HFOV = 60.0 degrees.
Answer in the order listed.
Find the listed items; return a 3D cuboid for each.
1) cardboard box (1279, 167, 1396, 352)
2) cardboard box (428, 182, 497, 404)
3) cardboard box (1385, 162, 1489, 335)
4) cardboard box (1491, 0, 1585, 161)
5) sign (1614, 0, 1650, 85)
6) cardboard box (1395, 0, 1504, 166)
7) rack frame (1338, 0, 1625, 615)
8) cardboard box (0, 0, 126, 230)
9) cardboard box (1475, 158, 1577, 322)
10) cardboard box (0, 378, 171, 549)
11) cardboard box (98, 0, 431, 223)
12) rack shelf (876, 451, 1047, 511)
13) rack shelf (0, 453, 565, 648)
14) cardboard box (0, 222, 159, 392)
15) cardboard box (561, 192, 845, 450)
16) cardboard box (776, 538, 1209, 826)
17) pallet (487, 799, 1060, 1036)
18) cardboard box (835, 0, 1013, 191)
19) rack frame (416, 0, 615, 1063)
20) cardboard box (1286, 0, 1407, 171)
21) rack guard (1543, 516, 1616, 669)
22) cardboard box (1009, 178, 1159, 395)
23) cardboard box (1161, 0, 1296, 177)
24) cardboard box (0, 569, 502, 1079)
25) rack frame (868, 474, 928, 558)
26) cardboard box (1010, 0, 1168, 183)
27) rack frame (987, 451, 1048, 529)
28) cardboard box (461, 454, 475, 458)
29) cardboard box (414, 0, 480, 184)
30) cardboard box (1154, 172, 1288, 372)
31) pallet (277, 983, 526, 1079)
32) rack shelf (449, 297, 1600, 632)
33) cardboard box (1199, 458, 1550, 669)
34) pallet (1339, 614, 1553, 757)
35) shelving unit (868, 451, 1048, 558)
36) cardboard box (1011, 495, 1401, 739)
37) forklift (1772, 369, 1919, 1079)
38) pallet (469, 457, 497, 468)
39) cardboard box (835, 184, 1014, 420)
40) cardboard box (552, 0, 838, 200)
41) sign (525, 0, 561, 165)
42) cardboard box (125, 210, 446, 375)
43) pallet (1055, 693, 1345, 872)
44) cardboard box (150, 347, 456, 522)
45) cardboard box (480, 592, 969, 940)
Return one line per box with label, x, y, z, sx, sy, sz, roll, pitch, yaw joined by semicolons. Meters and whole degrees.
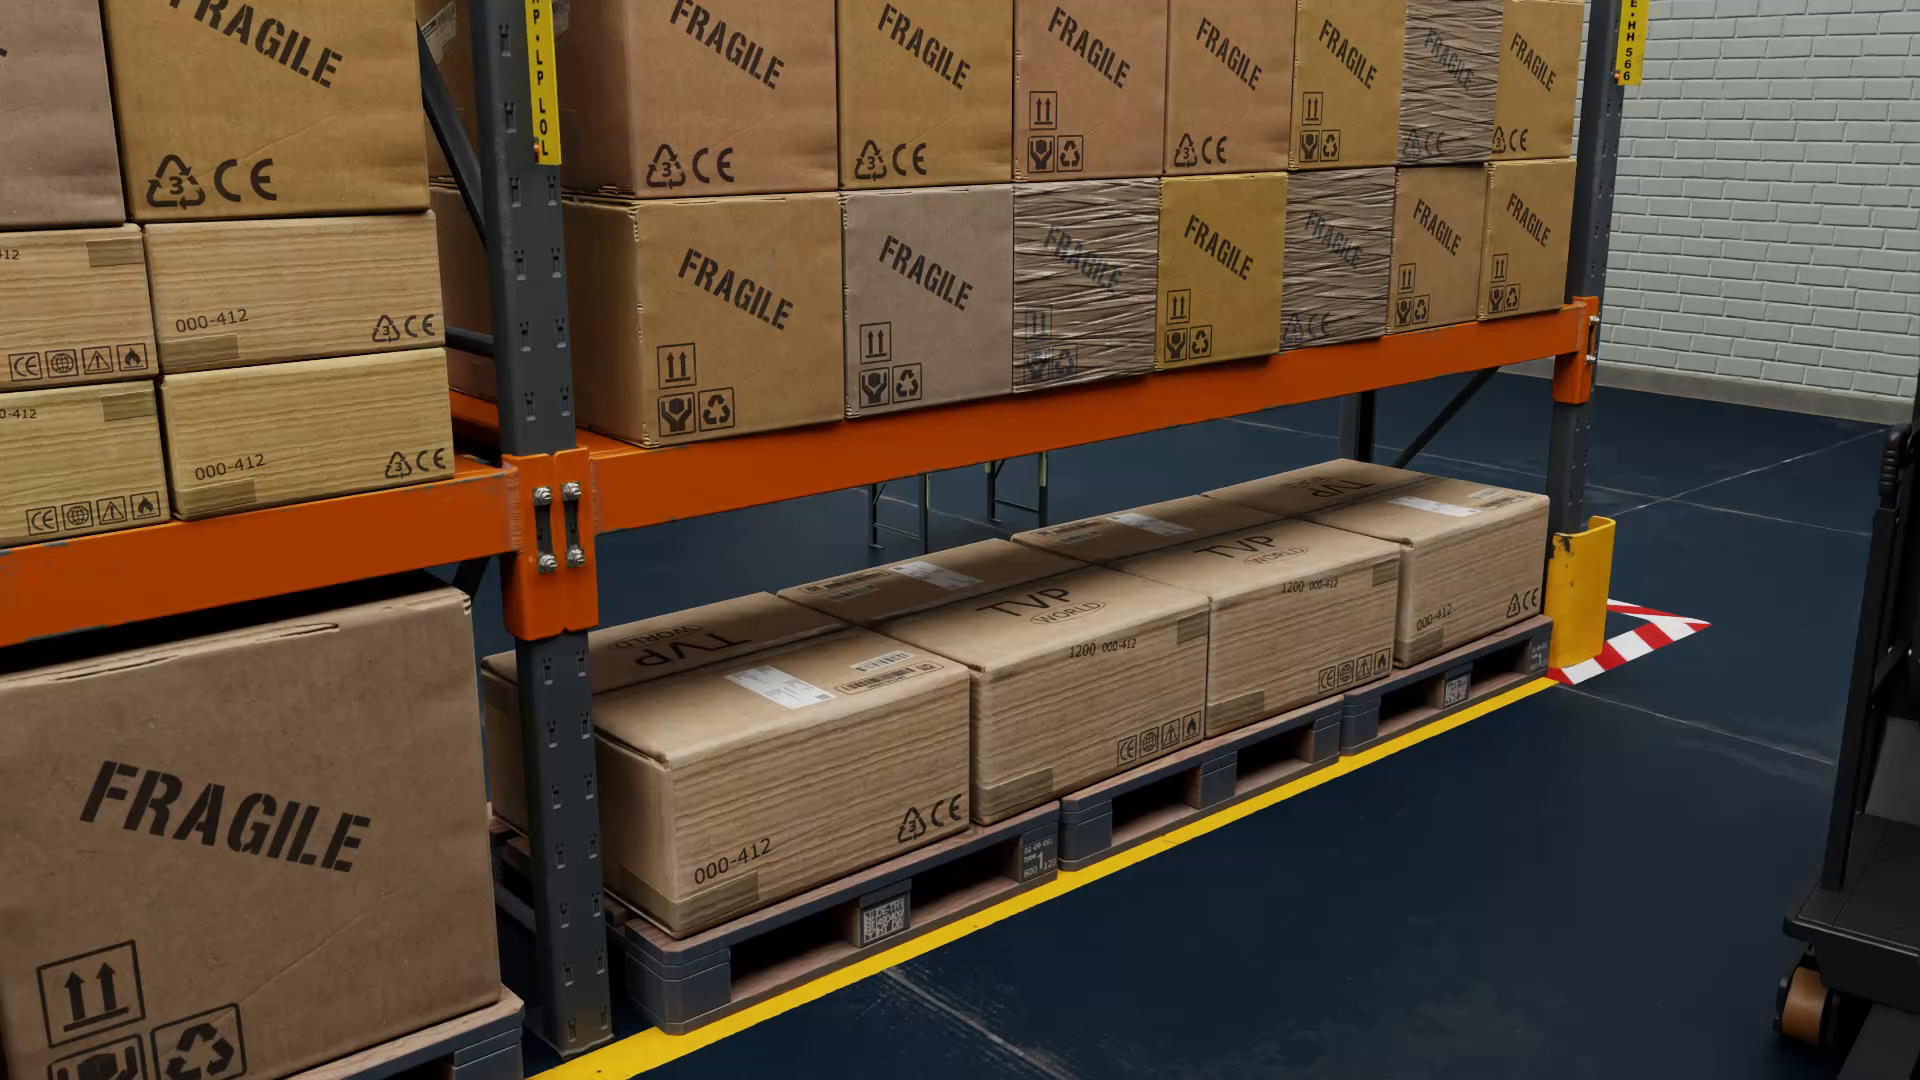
cardboard box;0.927;-0.860;4.962;0.500;0.500;0.500;-12;19;-38
cardboard box;-0.948;-0.615;4.045;0.500;0.500;0.500;-12;19;-39
cardboard box;1.309;-0.949;5.295;0.500;0.500;0.500;-13;20;-41
cardboard box;1.680;-1.519;5.493;0.500;0.500;0.500;-12;19;-38
sign;2.233;-1.681;5.530;0.005;0.325;0.100;-13;19;-39
cardboard box;1.305;-1.425;5.140;0.500;0.500;0.500;-13;19;-39
rack frame;1.887;-1.116;6.114;0.127;3.000;1.000;-13;19;-39
cardboard box;-1.688;-0.756;2.635;0.500;0.500;0.500;-12;19;-38
cardboard box;1.697;-1.031;5.602;0.500;0.500;0.500;-13;19;-39
cardboard box;-1.688;-0.154;2.806;0.500;0.250;0.500;-13;20;-40
cardboard box;-1.303;-0.845;2.969;0.500;0.500;0.500;-12;19;-38
rack shelf;-0.005;-0.408;7.636;0.720;0.370;0.431;-13;19;-39
rack shelf;-2.639;0.248;2.402;4.000;0.370;1.077;-13;19;-39
cardboard box;-1.676;-0.399;2.753;0.500;0.250;0.500;-12;19;-38
cardboard box;-0.604;-0.515;3.671;0.500;0.500;0.500;-12;19;-38
cardboard box;0.089;0.360;4.742;0.875;0.438;0.875;-13;20;-41
pallet;-0.505;0.796;4.362;1.213;0.211;1.003;-13;19;-39
cardboard box;-0.227;-1.087;3.876;0.500;0.500;0.500;-13;20;-40
rack frame;-1.130;-0.438;3.577;0.127;3.000;1.000;-13;19;-39
cardboard box;0.930;-1.342;4.829;0.500;0.500;0.500;-13;20;-40
rack guard;1.905;0.088;6.452;0.348;0.500;1.175;-13;19;-39
cardboard box;0.157;-0.682;4.298;0.500;0.500;0.500;-12;19;-39
cardboard box;0.549;-1.257;4.511;0.500;0.500;0.500;-13;20;-40
cardboard box;-1.546;0.506;3.346;0.875;0.875;0.875;-12;19;-38
rack frame;-0.281;-0.661;7.320;0.023;1.500;0.400;-13;19;-39
cardboard box;0.167;-1.172;4.193;0.500;0.500;0.500;-12;19;-38
rack frame;0.271;-0.785;7.784;0.023;1.500;0.400;-13;19;-39
cardboard box;-2.630;-0.524;8.612;0.250;0.149;0.380;-12;19;-38
cardboard box;-0.956;-1.103;3.936;0.500;0.500;0.500;-13;20;-40
cardboard box;0.546;-0.770;4.625;0.500;0.500;0.500;-12;19;-38
pallet;-1.663;1.055;3.393;1.213;0.211;1.003;-13;19;-39
rack shelf;0.378;-0.429;4.938;4.000;0.370;1.077;-13;19;-39
cardboard box;1.455;0.051;5.899;0.875;0.438;0.875;-14;20;-41
pallet;1.335;0.382;5.910;1.213;0.211;1.003;-13;19;-39
shelving unit;-0.005;-0.723;7.552;0.755;1.500;0.431;-13;19;-39
cardboard box;0.770;0.207;5.312;0.875;0.438;0.875;-12;19;-38
forklift;2.421;-0.298;3.187;1.130;2.935;3.031;11;19;37
pallet;-3.052;-0.366;8.710;1.213;0.211;1.003;-13;19;-39
cardboard box;-0.222;-0.599;3.987;0.500;0.500;0.500;-12;19;-39
cardboard box;-0.612;-1.003;3.561;0.500;0.500;0.500;-12;19;-39
sign;-0.767;-0.855;3.049;0.005;0.325;0.100;-13;19;-39
cardboard box;-1.303;-0.485;3.075;0.500;0.250;0.500;-13;20;-39
pallet;0.415;0.588;5.140;1.213;0.211;1.003;-13;19;-39
cardboard box;-1.303;-0.240;3.128;0.500;0.250;0.500;-13;20;-41
cardboard box;-0.586;0.512;4.174;0.875;0.438;0.875;-13;20;-40
